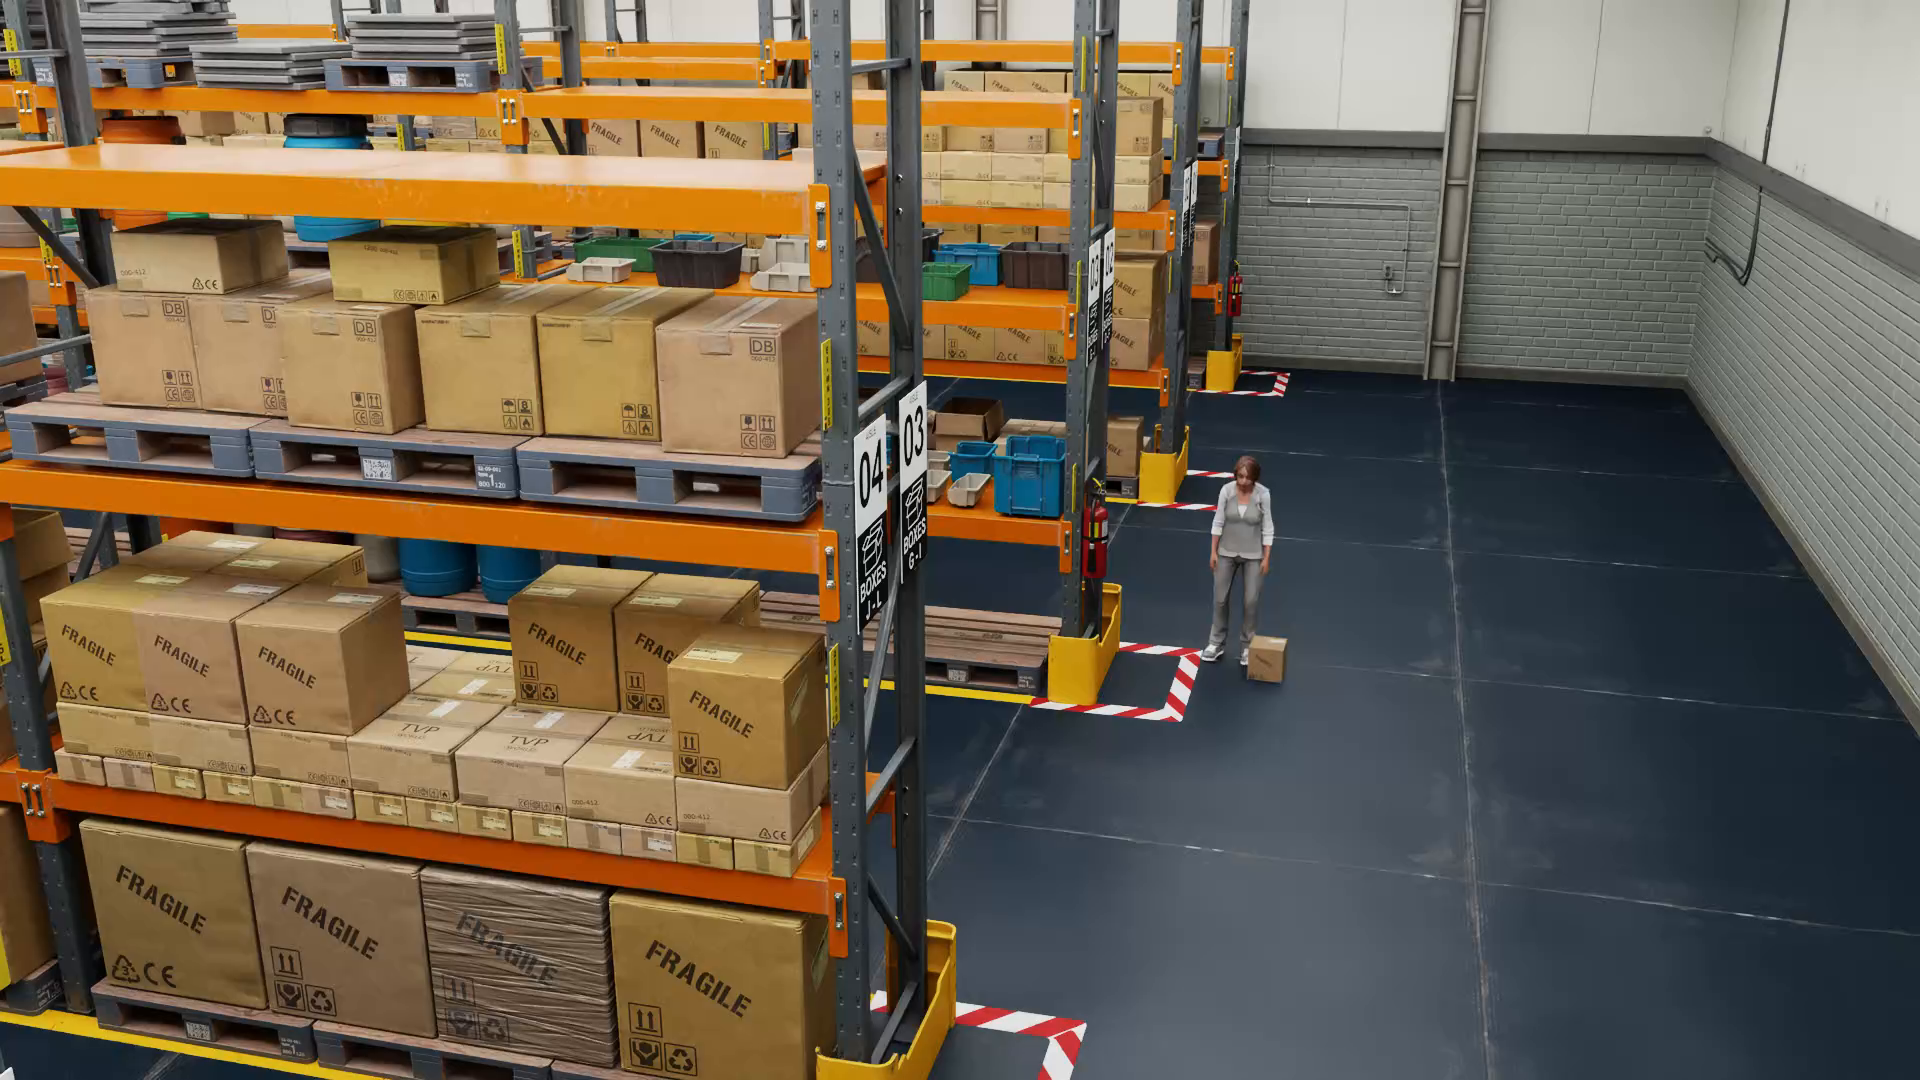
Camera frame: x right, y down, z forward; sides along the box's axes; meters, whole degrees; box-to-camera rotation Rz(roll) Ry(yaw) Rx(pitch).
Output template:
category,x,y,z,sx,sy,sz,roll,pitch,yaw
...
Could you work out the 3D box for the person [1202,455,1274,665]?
category,x,y,z,sx,sy,sz,roll,pitch,yaw
person,2.066,0.137,12.260,0.463,1.593,0.324,6,19,17
